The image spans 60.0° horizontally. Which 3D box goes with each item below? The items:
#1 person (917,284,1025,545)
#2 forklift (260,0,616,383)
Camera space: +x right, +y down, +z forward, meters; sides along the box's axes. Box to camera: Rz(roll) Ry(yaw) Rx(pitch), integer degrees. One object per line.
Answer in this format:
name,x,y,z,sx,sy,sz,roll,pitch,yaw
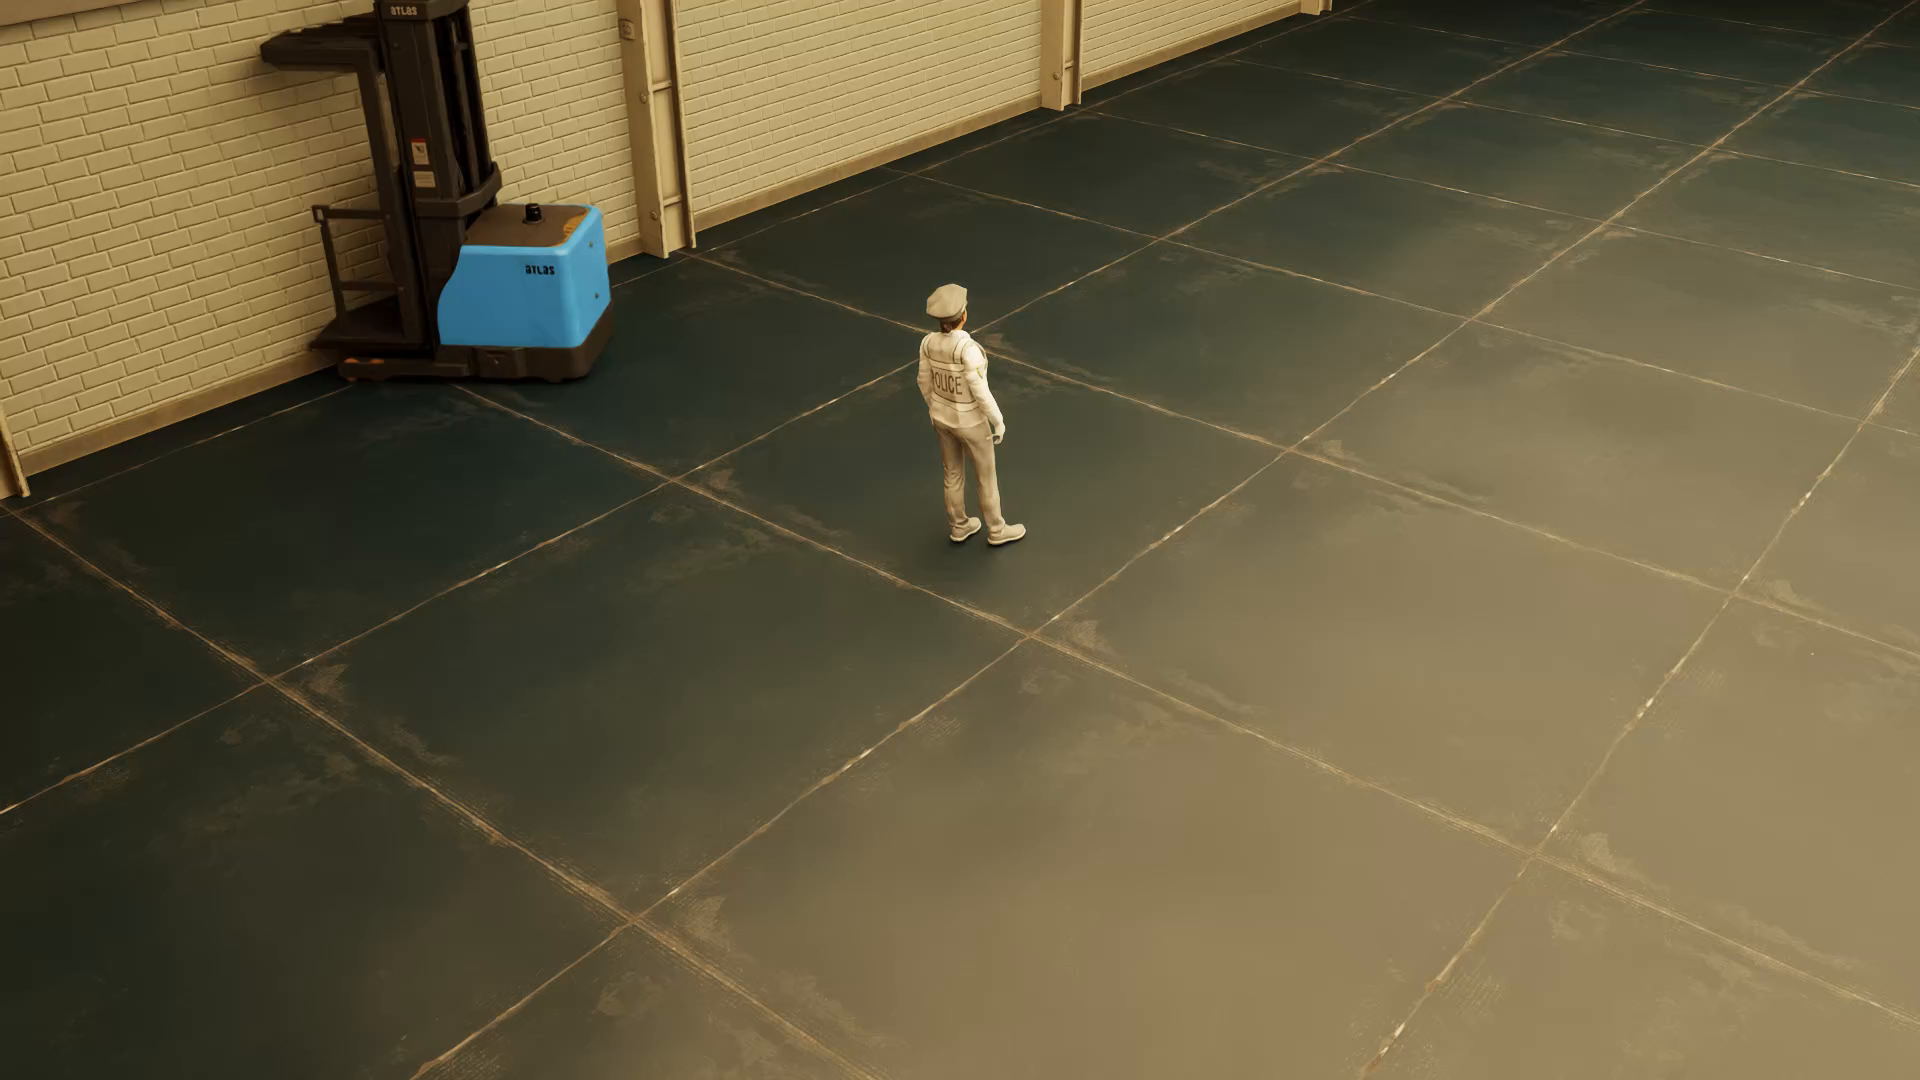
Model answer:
person,0.049,-0.762,10.111,0.586,1.694,0.530,22,37,33
forklift,-4.279,-2.725,12.258,3.031,2.935,1.130,2,30,3
